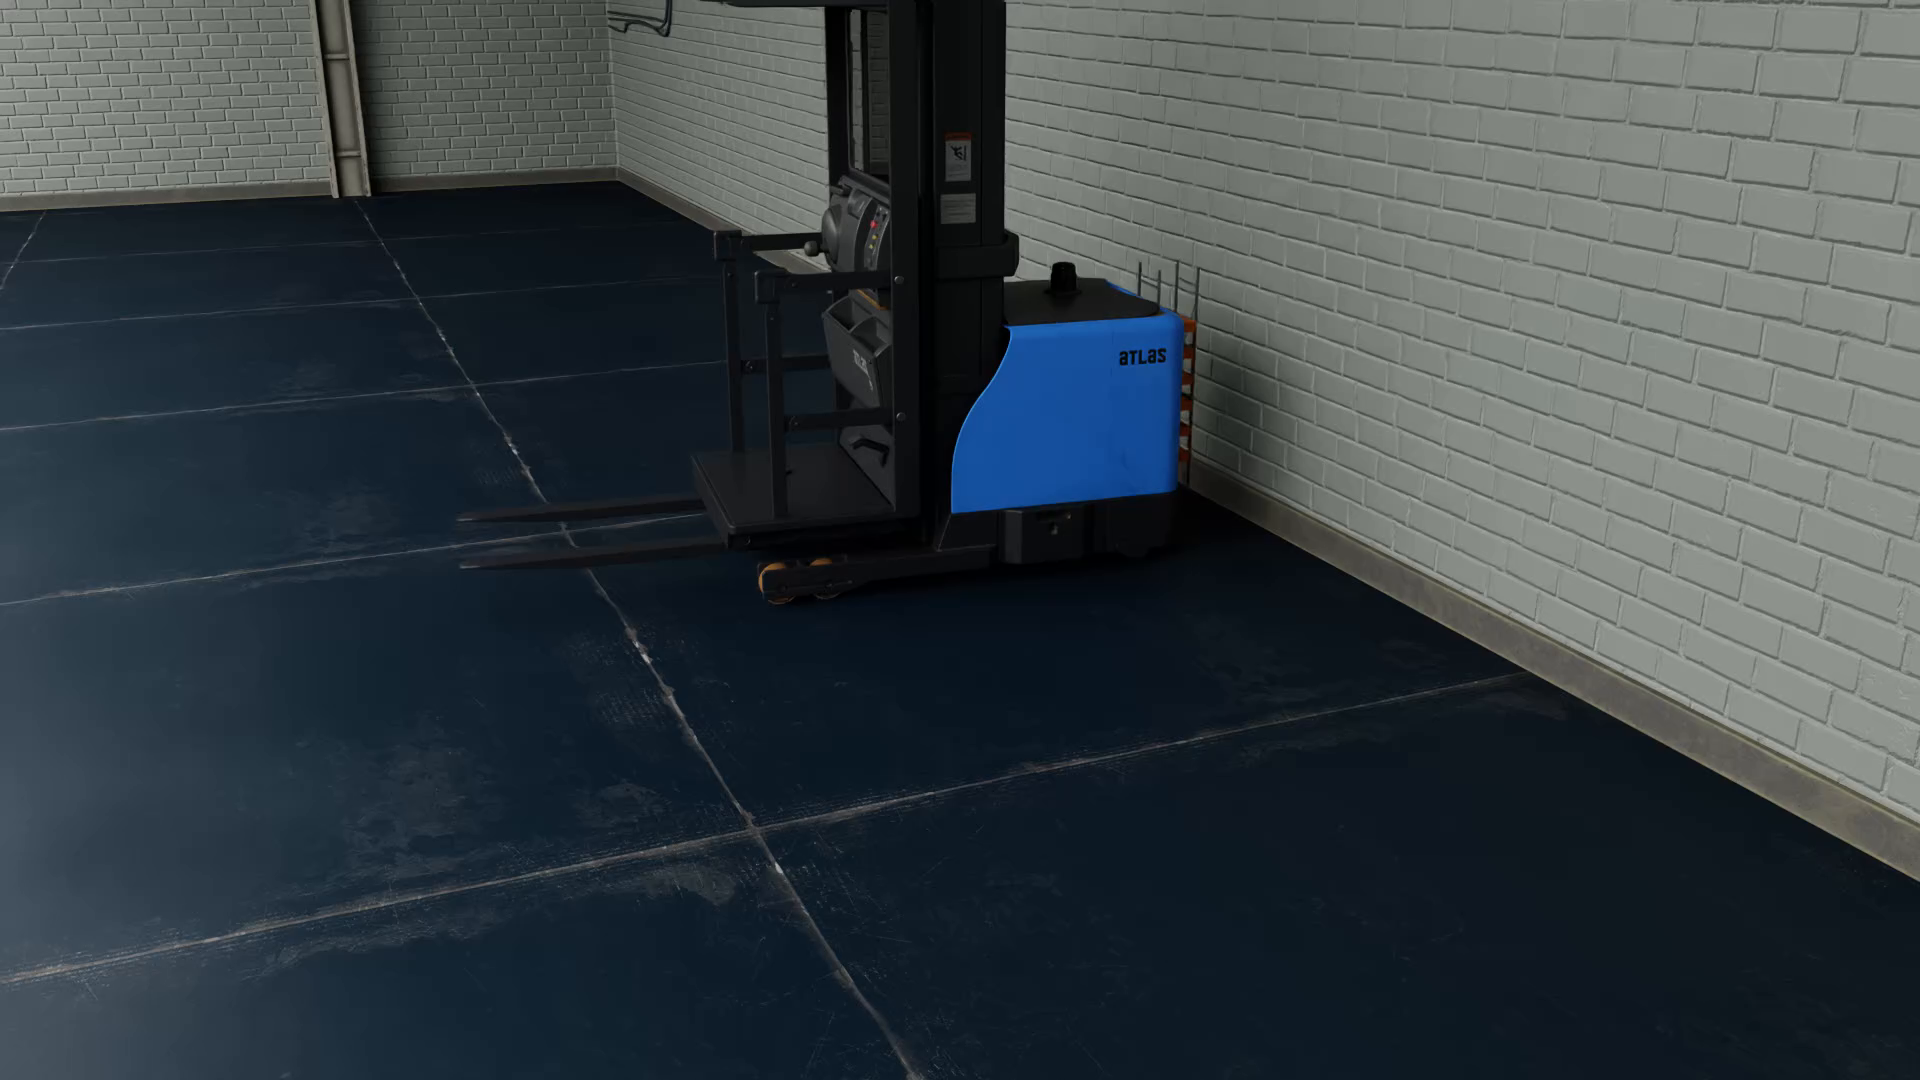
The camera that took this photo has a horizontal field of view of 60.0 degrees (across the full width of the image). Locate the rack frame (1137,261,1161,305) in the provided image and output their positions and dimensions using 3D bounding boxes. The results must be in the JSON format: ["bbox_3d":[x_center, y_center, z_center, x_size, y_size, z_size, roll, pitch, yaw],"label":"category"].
[{"bbox_3d":[0.840,-0.649,7.558,0.006,1.200,0.240,-6,20,-16],"label":"rack frame"}]

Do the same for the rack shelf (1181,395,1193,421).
[{"bbox_3d":[0.927,-0.616,7.598,0.180,0.103,0.258,-6,20,-16],"label":"rack shelf"}]

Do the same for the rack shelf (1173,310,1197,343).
[{"bbox_3d":[0.927,-0.955,7.478,0.180,0.103,0.258,-6,20,-16],"label":"rack shelf"}]

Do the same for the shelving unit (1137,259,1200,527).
[{"bbox_3d":[0.927,-0.658,7.583,0.189,1.200,0.258,-6,20,-16],"label":"shelving unit"}]

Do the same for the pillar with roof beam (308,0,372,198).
[{"bbox_3d":[-4.987,-6.726,13.075,0.400,9.000,9.100,-8,21,-22],"label":"pillar with roof beam"}]

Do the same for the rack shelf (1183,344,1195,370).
[{"bbox_3d":[0.927,-0.842,7.518,0.180,0.103,0.258,-6,20,-16],"label":"rack shelf"}]

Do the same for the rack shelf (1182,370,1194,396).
[{"bbox_3d":[0.927,-0.729,7.558,0.180,0.103,0.258,-6,20,-16],"label":"rack shelf"}]

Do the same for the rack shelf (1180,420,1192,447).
[{"bbox_3d":[0.927,-0.503,7.638,0.180,0.103,0.258,-6,20,-16],"label":"rack shelf"}]

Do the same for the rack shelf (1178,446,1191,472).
[{"bbox_3d":[0.927,-0.389,7.678,0.180,0.103,0.258,-6,20,-16],"label":"rack shelf"}]

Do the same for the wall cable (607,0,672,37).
[{"bbox_3d":[-3.464,-6.559,17.275,0.112,2.526,3.097,-8,21,-22],"label":"wall cable"}]

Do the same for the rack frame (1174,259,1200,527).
[{"bbox_3d":[1.015,-0.667,7.608,0.006,1.200,0.240,-6,20,-16],"label":"rack frame"}]

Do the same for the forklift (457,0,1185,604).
[{"bbox_3d":[-0.616,-1.316,6.846,3.031,2.935,1.130,-6,20,-16],"label":"forklift"}]
